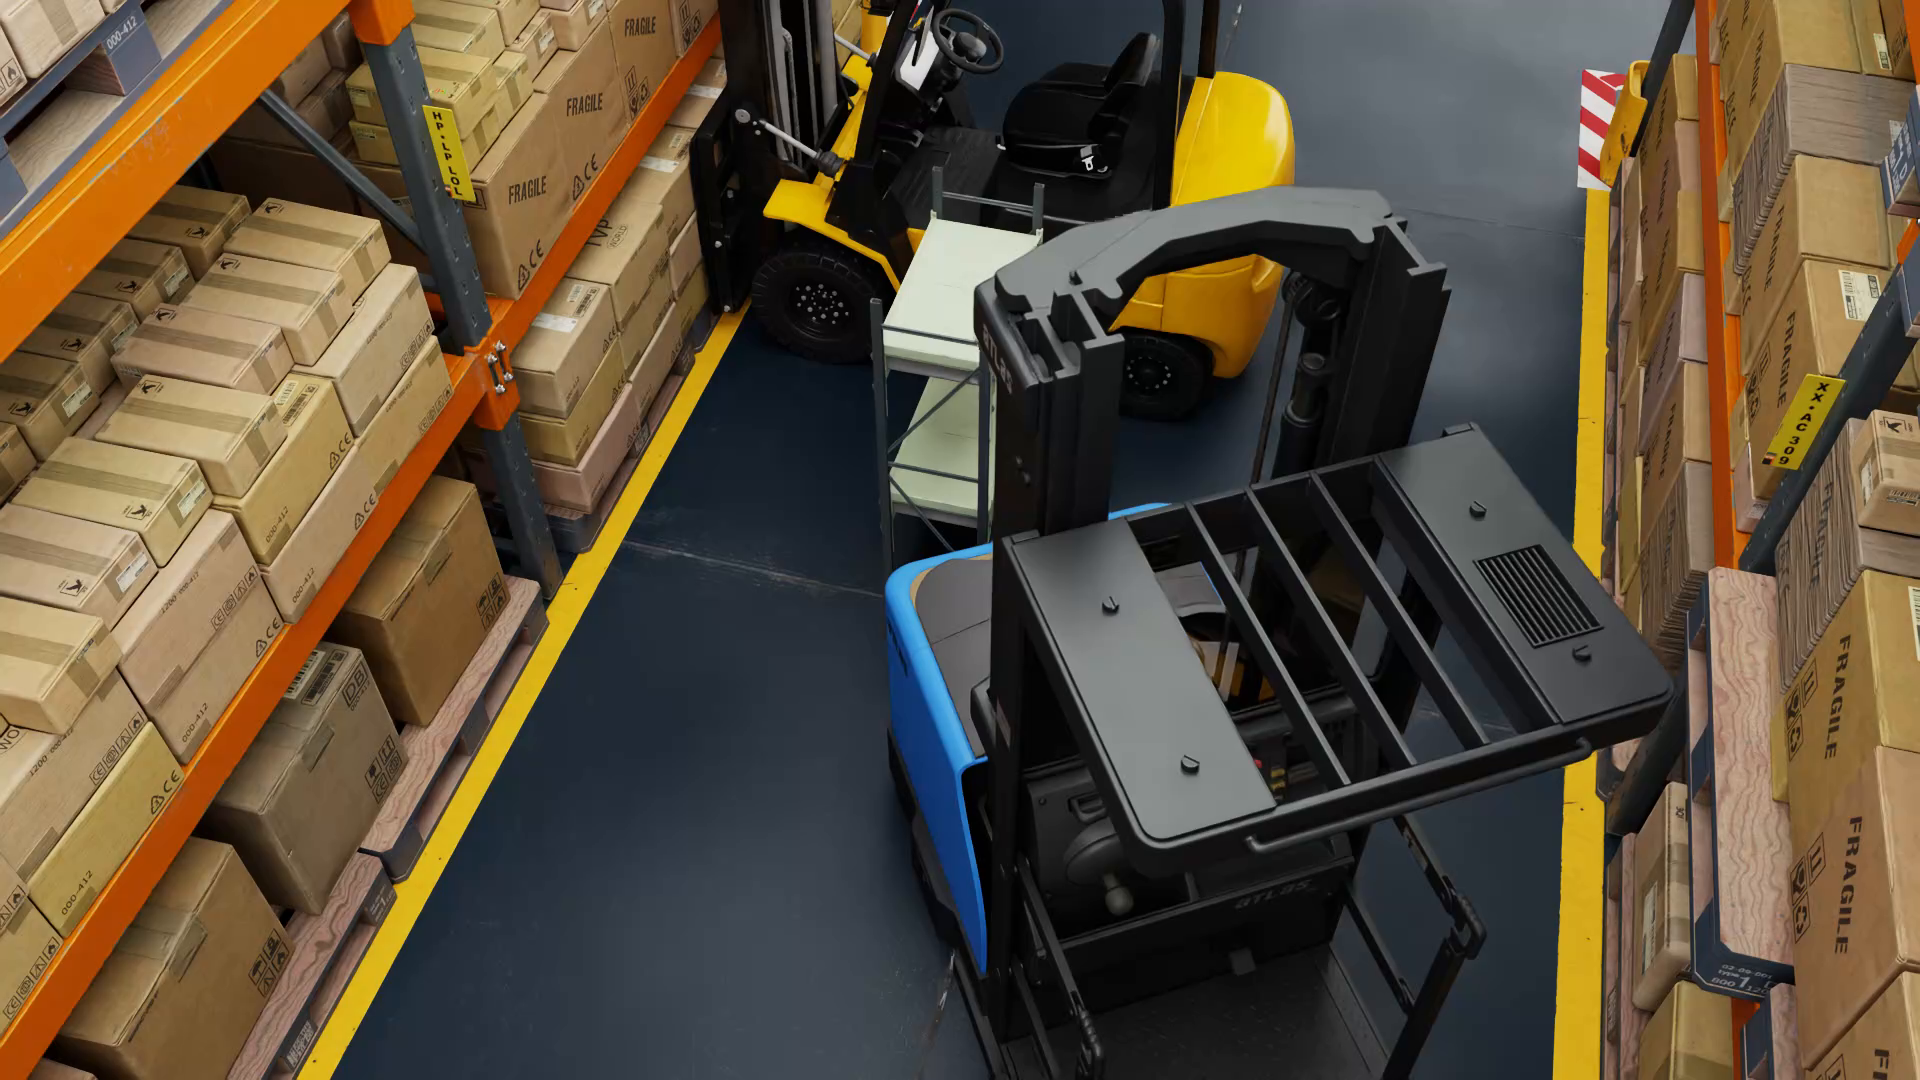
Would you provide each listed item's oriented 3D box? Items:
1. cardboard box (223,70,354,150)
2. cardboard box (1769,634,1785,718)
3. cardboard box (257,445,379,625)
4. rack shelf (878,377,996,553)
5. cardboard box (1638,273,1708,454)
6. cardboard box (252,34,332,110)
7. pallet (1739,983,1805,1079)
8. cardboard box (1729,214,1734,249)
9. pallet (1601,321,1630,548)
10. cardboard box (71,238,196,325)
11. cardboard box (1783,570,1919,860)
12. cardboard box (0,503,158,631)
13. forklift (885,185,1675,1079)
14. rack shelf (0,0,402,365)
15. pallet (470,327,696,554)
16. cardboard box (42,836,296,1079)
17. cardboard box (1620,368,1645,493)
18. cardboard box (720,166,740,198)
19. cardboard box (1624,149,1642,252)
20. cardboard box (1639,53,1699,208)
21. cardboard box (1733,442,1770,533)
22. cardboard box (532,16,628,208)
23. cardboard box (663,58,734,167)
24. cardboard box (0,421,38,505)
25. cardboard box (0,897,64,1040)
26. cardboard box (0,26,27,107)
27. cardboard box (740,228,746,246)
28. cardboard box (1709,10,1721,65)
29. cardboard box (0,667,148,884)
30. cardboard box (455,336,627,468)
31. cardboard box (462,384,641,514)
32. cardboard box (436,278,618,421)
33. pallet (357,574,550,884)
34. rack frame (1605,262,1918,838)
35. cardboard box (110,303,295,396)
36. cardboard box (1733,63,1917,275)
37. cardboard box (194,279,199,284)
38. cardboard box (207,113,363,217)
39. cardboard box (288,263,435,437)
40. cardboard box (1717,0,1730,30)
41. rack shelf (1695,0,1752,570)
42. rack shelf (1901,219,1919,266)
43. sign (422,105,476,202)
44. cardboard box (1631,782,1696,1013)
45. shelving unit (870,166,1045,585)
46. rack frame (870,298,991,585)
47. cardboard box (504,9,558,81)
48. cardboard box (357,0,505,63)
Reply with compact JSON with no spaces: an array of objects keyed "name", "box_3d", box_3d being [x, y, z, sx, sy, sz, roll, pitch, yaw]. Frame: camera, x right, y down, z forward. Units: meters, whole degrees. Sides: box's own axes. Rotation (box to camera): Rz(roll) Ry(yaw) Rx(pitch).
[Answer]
[{"name":"cardboard box","box_3d":[-2.216,-1.426,5.427,0.380,0.149,0.250,11,50,10]},{"name":"cardboard box","box_3d":[2.287,0.364,4.235,0.380,0.149,0.250,12,50,11]},{"name":"cardboard box","box_3d":[-2.060,-0.064,4.825,0.500,0.250,0.500,11,50,10]},{"name":"rack shelf","box_3d":[0.002,-0.285,6.355,0.431,0.370,0.720,12,50,10]},{"name":"cardboard box","box_3d":[2.899,-0.613,6.263,0.500,0.500,0.500,14,50,12]},{"name":"cardboard box","box_3d":[-2.260,-1.531,5.322,0.380,0.149,0.250,12,50,10]},{"name":"pallet","box_3d":[2.166,1.599,3.385,1.003,0.211,1.213,12,50,10]},{"name":"cardboard box","box_3d":[2.888,-1.042,5.755,0.380,0.149,0.250,11,49,9]},{"name":"pallet","box_3d":[3.199,-0.373,6.857,1.003,0.211,1.213,12,50,10]},{"name":"cardboard box","box_3d":[-2.473,-0.747,4.828,0.380,0.149,0.250,10,49,9]},{"name":"cardboard box","box_3d":[2.206,0.457,3.720,0.500,0.500,0.500,12,50,10]},{"name":"cardboard box","box_3d":[-2.236,0.079,4.099,0.380,0.149,0.250,12,50,10]},{"name":"forklift","box_3d":[0.693,0.767,4.037,1.130,2.935,3.031,-14,50,-12]},{"name":"rack shelf","box_3d":[-2.579,-0.202,3.326,1.077,0.370,4.000,12,50,10]},{"name":"pallet","box_3d":[-1.803,-0.539,7.004,1.003,0.211,1.213,12,50,10]},{"name":"cardboard box","box_3d":[-2.587,1.236,4.881,0.875,0.625,0.625,10,49,8]},{"name":"cardboard box","box_3d":[2.902,-0.382,6.559,0.500,0.250,0.500,12,50,11]},{"name":"cardboard box","box_3d":[-1.219,-1.669,7.362,0.500,0.250,0.500,11,50,10]},{"name":"cardboard box","box_3d":[3.311,-1.511,7.556,0.500,0.250,0.500,11,50,10]},{"name":"cardboard box","box_3d":[3.305,-1.742,7.259,0.500,0.500,0.500,10,49,9]},{"name":"cardboard box","box_3d":[2.528,-0.127,4.948,0.380,0.149,0.250,11,50,10]},{"name":"cardboard box","box_3d":[-1.563,-1.577,5.993,0.500,0.500,0.500,12,50,11]},{"name":"cardboard box","box_3d":[-1.213,-1.851,7.189,0.500,0.250,0.500,11,49,9]},{"name":"cardboard box","box_3d":[-2.677,-0.202,4.347,0.380,0.149,0.250,12,50,10]},{"name":"cardboard box","box_3d":[-2.487,1.039,3.851,0.500,0.250,0.500,10,49,9]},{"name":"cardboard box","box_3d":[-2.210,-0.903,3.177,0.500,0.311,0.500,10,49,9]},{"name":"cardboard box","box_3d":[-1.214,-1.517,7.561,0.500,0.250,0.500,13,50,11]},{"name":"cardboard box","box_3d":[3.189,-1.987,6.590,0.380,0.149,0.250,12,50,11]},{"name":"cardboard box","box_3d":[-2.355,0.499,3.995,0.500,0.250,0.500,12,50,11]},{"name":"cardboard box","box_3d":[-1.627,-0.578,6.399,0.500,0.250,0.500,11,50,10]},{"name":"cardboard box","box_3d":[-1.606,-0.408,6.582,0.500,0.250,0.500,12,50,10]},{"name":"cardboard box","box_3d":[-1.623,-0.742,6.210,0.500,0.250,0.500,11,49,9]},{"name":"pallet","box_3d":[-2.209,0.569,6.026,1.003,0.211,1.213,12,50,10]},{"name":"rack frame","box_3d":[2.737,0.082,4.596,1.000,3.000,0.127,12,50,10]},{"name":"cardboard box","box_3d":[-2.094,-0.495,4.605,0.380,0.149,0.250,12,50,10]},{"name":"cardboard box","box_3d":[2.875,-1.170,5.435,0.500,0.500,0.500,13,50,11]},{"name":"cardboard box","box_3d":[-2.433,-0.694,5.047,0.500,0.250,0.500,11,49,9]},{"name":"cardboard box","box_3d":[-2.195,-1.306,5.754,0.500,0.500,0.500,11,50,10]},{"name":"cardboard box","box_3d":[-1.935,-0.605,4.969,0.500,0.250,0.500,11,49,9]},{"name":"cardboard box","box_3d":[3.264,-2.279,6.415,0.500,0.500,0.500,13,50,11]},{"name":"rack shelf","box_3d":[3.264,-1.126,6.142,1.077,0.370,4.000,12,50,10]},{"name":"rack shelf","box_3d":[2.211,0.774,2.464,1.077,0.370,4.000,12,50,10]},{"name":"sign","box_3d":[-1.527,-1.151,4.965,0.100,0.325,0.005,12,50,10]},{"name":"cardboard box","box_3d":[2.601,1.193,5.088,0.950,0.372,0.625,12,50,11]},{"name":"shelving unit","box_3d":[0.002,-0.501,6.111,0.431,1.500,0.755,12,50,10]},{"name":"rack frame","box_3d":[-0.095,-0.236,5.877,0.400,1.500,0.023,12,50,10]},{"name":"cardboard box","box_3d":[-1.607,-1.703,5.671,0.380,0.149,0.250,11,50,10]},{"name":"cardboard box","box_3d":[-1.718,-1.623,5.403,0.380,0.149,0.250,12,50,11]}]
